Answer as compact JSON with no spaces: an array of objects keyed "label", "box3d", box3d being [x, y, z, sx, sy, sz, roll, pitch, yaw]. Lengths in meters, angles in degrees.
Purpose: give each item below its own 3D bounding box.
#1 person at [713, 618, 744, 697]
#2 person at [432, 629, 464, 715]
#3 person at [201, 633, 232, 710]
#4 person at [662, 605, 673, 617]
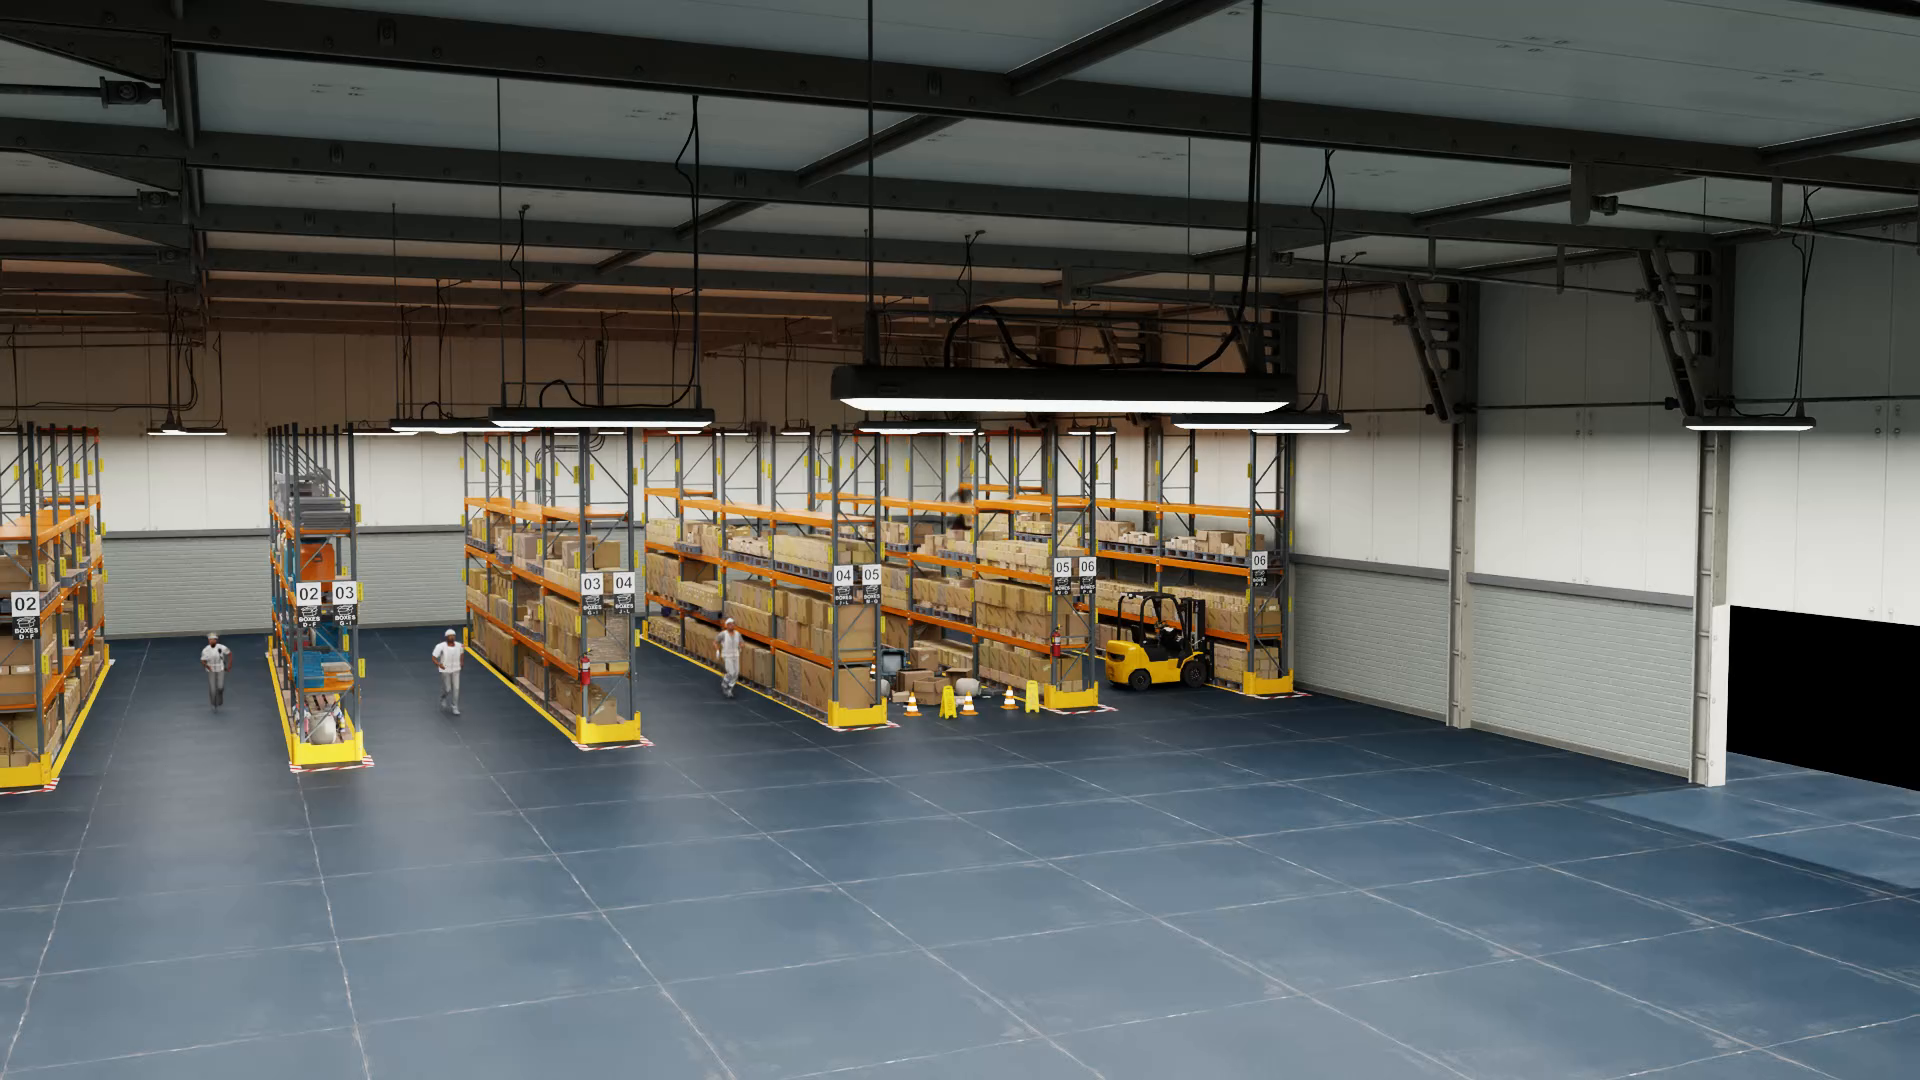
[{"label":"person","box3d":[-5.031,2.597,36.625,0.643,1.743,0.615,-2,4,-34]},{"label":"person","box3d":[-10.634,2.731,34.647,0.707,1.755,0.884,-2,4,-33]},{"label":"person","box3d":[-15.597,2.763,34.888,0.600,1.656,0.698,-1,4,-20]},{"label":"person","box3d":[-8.639,1.922,49.118,0.561,1.599,0.600,-2,4,-32]}]
